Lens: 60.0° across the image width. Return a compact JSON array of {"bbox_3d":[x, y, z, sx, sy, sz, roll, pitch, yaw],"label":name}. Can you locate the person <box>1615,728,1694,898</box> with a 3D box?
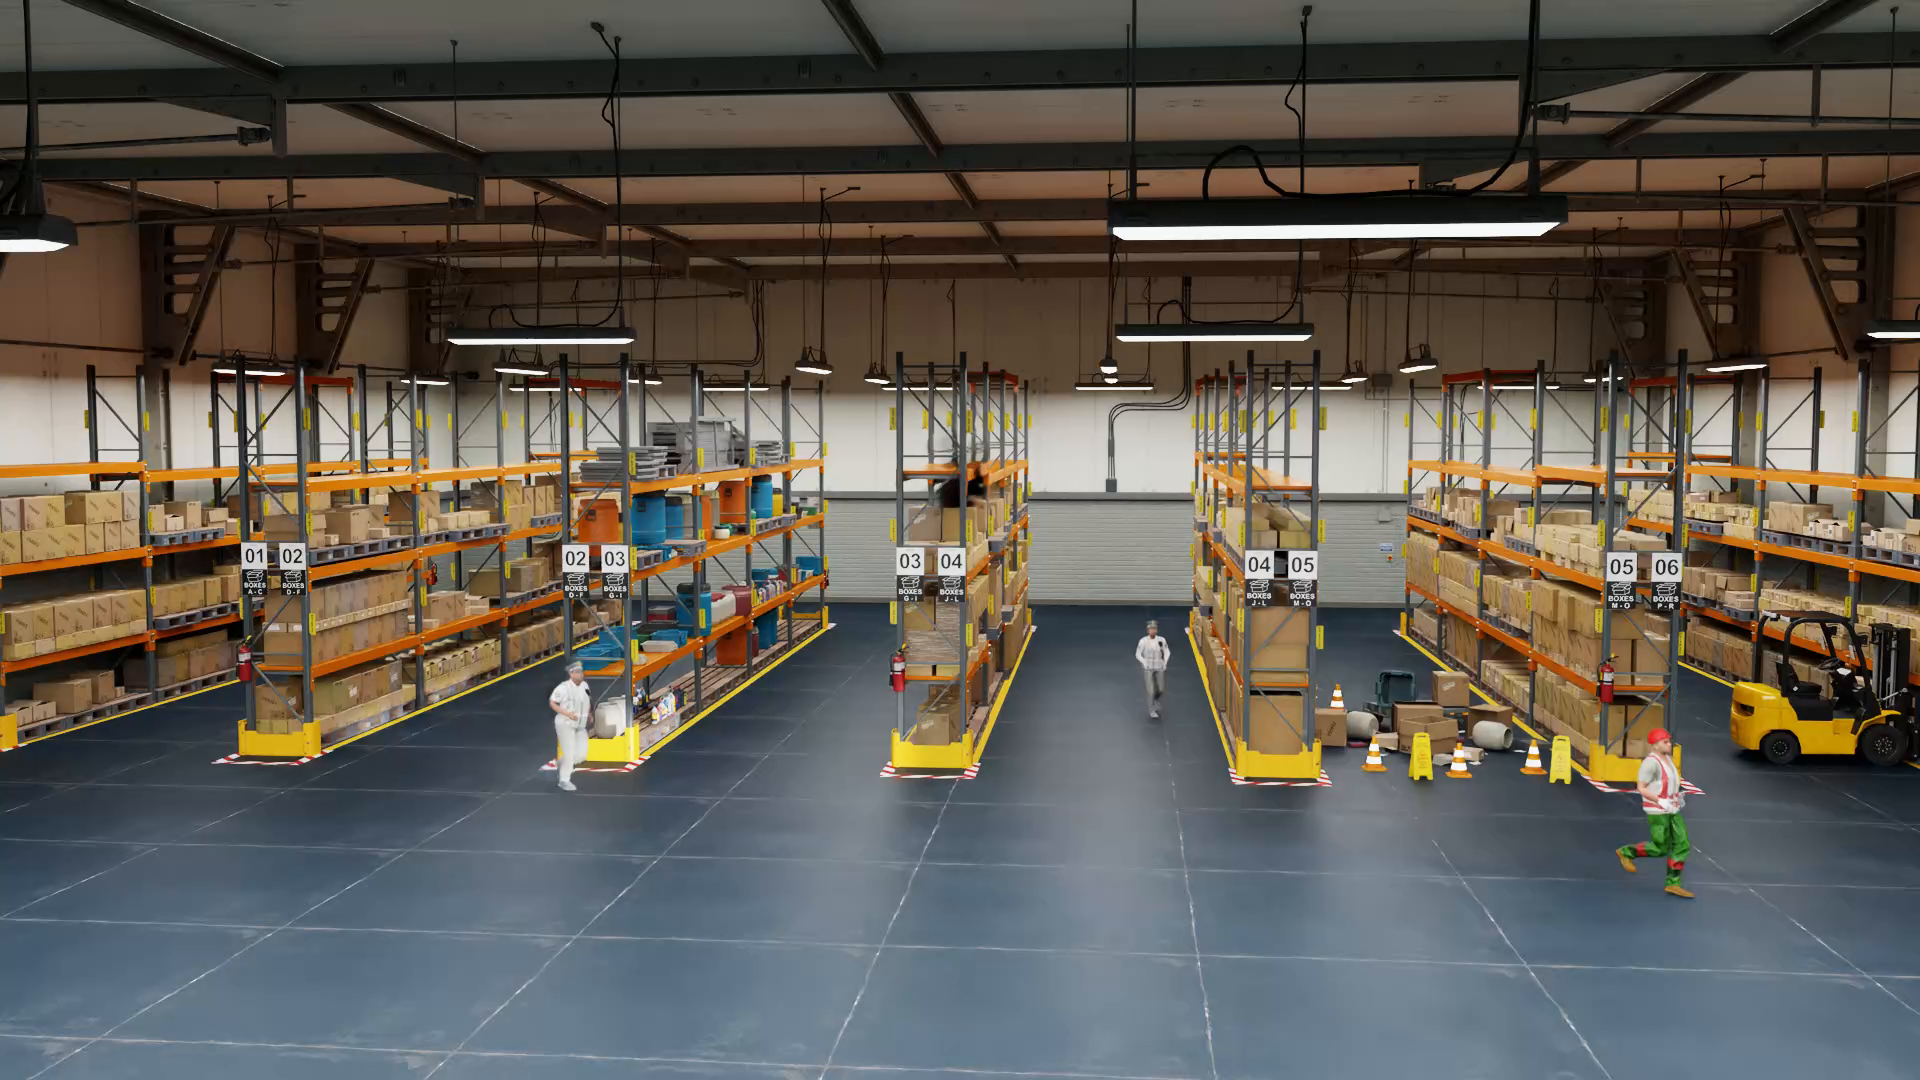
[{"bbox_3d":[7.455,2.879,17.746,0.669,1.754,0.825,-3,5,-40],"label":"person"}]

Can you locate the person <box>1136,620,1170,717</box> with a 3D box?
[{"bbox_3d":[3.272,2.176,28.124,0.592,1.651,0.539,0,4,-1],"label":"person"}]

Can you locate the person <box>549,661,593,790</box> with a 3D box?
[{"bbox_3d":[-5.327,2.525,22.857,0.651,1.736,0.713,3,5,40],"label":"person"}]
